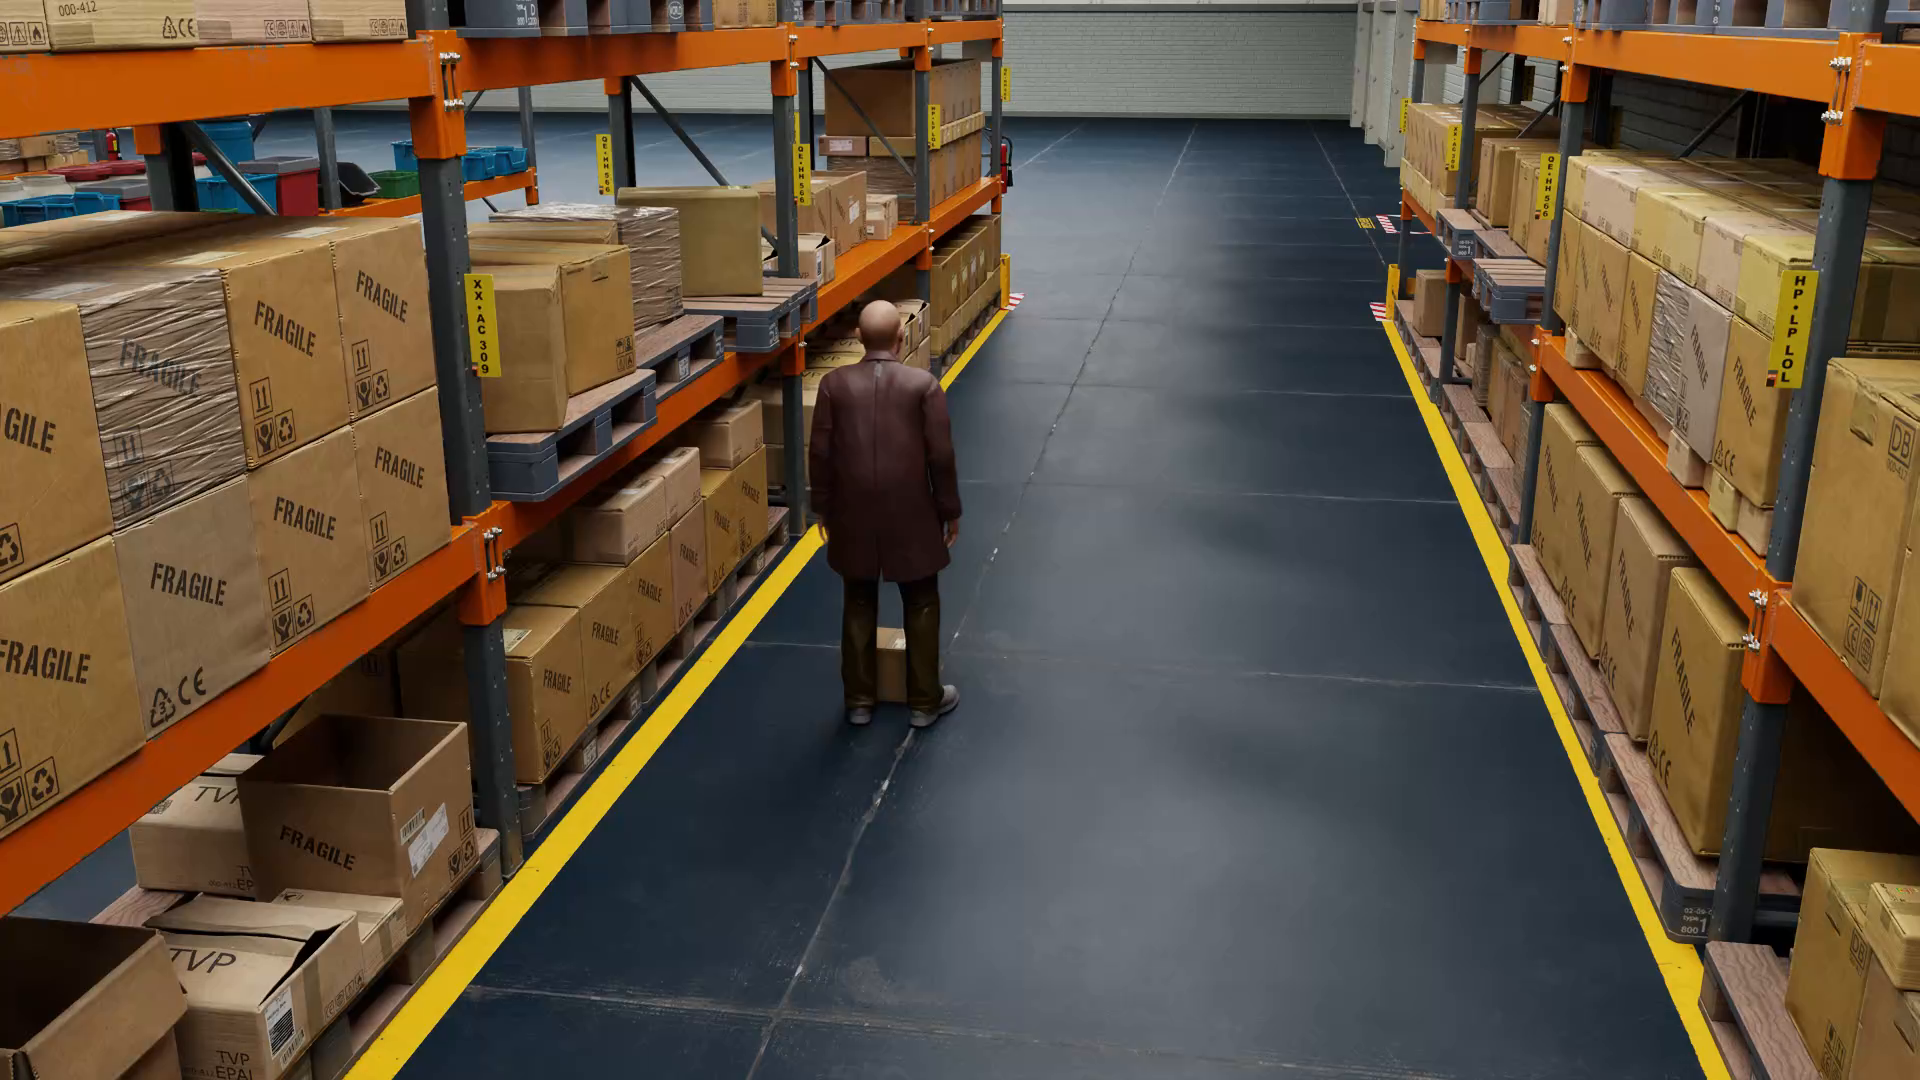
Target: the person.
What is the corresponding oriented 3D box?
[{"bbox_3d":[-0.308,-0.101,6.893,0.644,1.774,0.427,3,18,9],"label":"person"}]
